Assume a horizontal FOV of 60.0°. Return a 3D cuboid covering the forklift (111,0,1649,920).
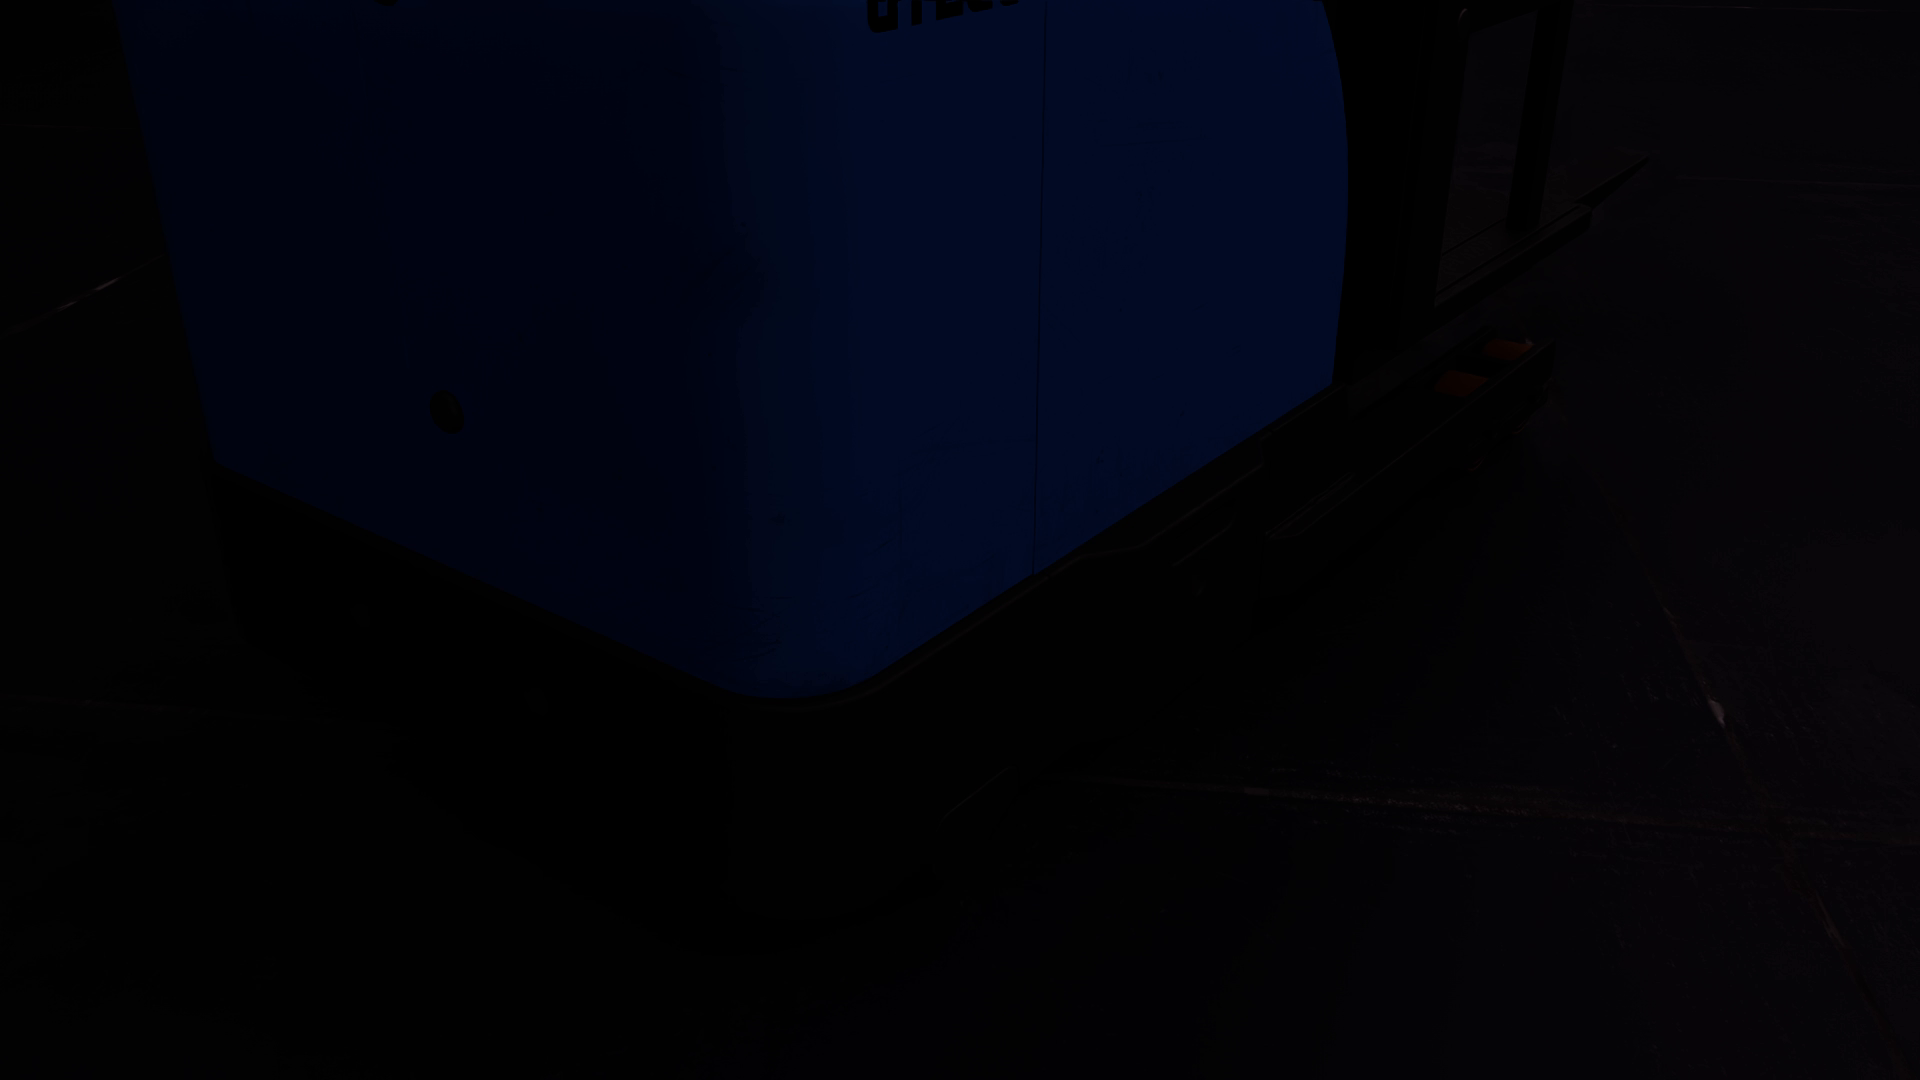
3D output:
[{"bbox_3d":[0.365,-1.540,2.303,1.130,2.935,3.031,19,32,33],"label":"forklift"}]
